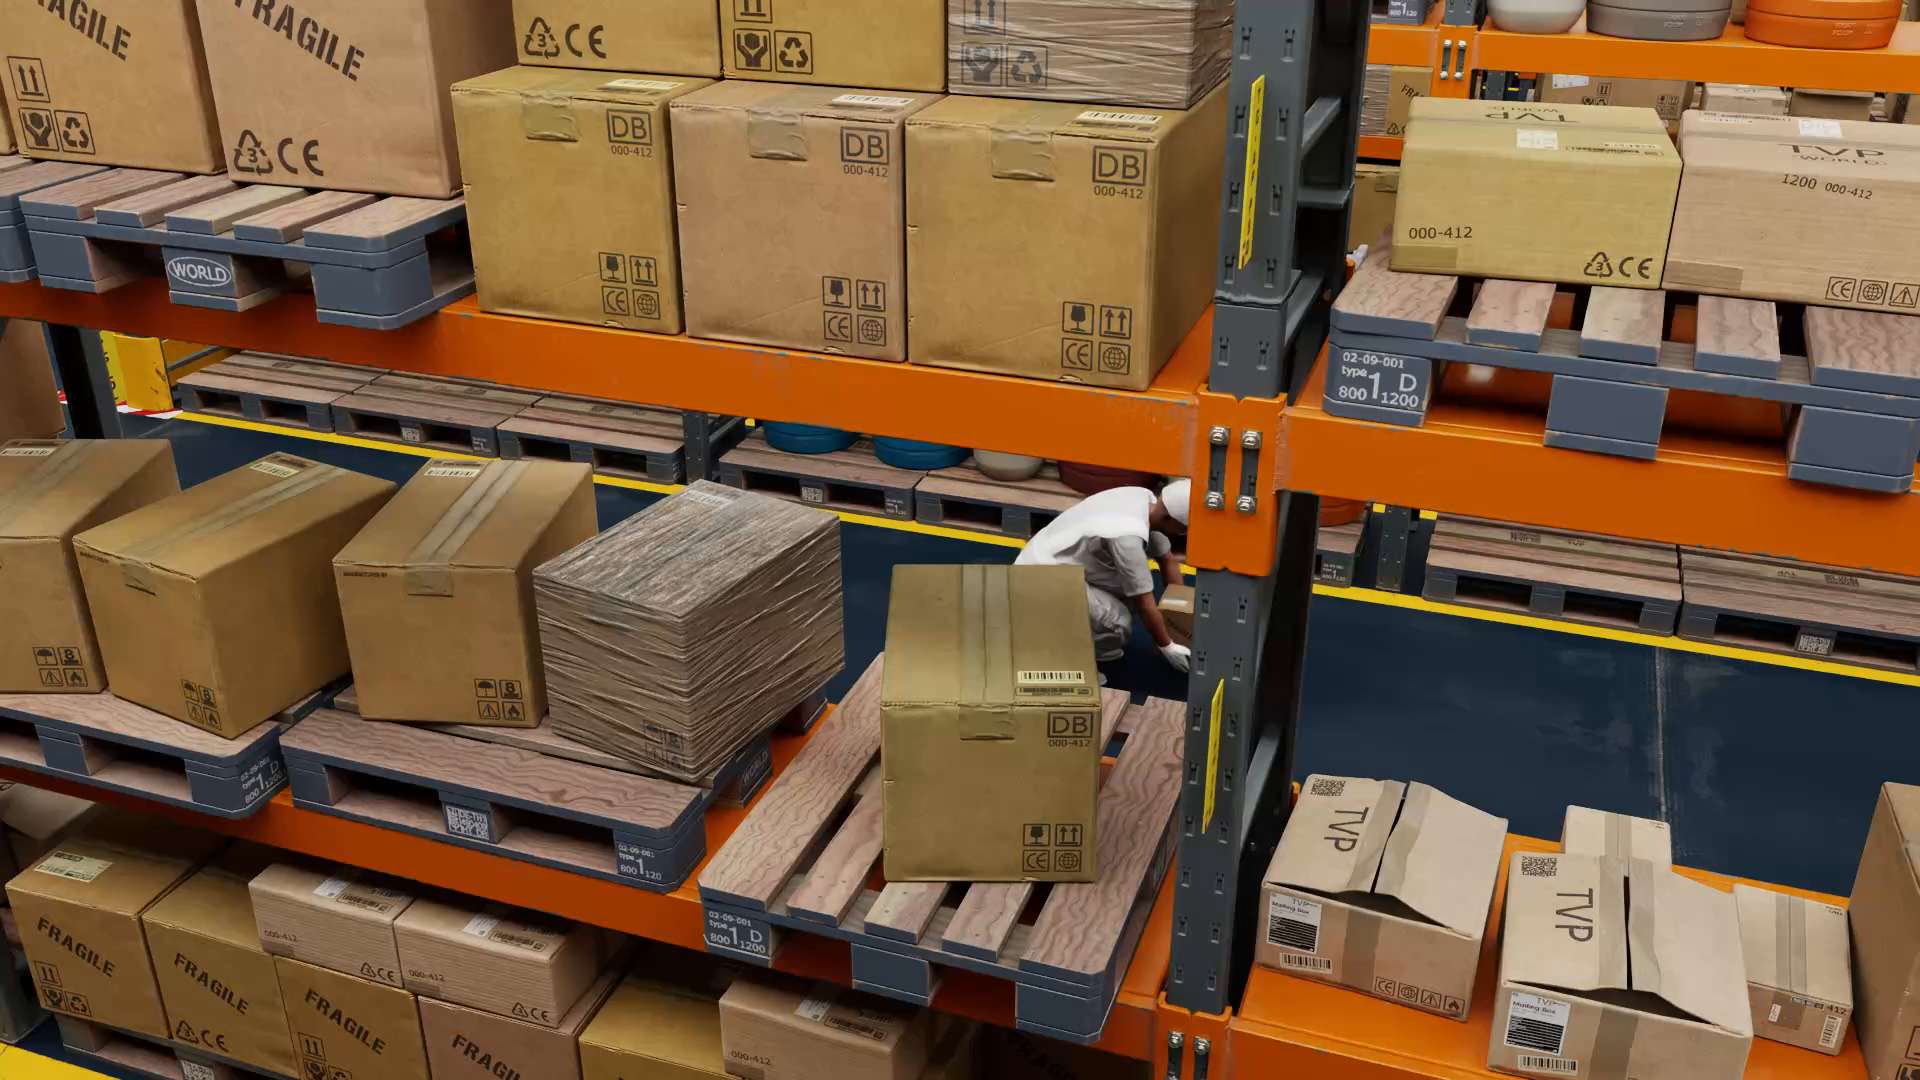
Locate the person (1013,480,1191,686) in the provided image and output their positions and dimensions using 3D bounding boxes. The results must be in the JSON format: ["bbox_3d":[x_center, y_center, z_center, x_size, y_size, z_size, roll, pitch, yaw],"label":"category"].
[{"bbox_3d":[0.712,0.162,7.658,0.919,1.005,0.578,9,27,19],"label":"person"}]
